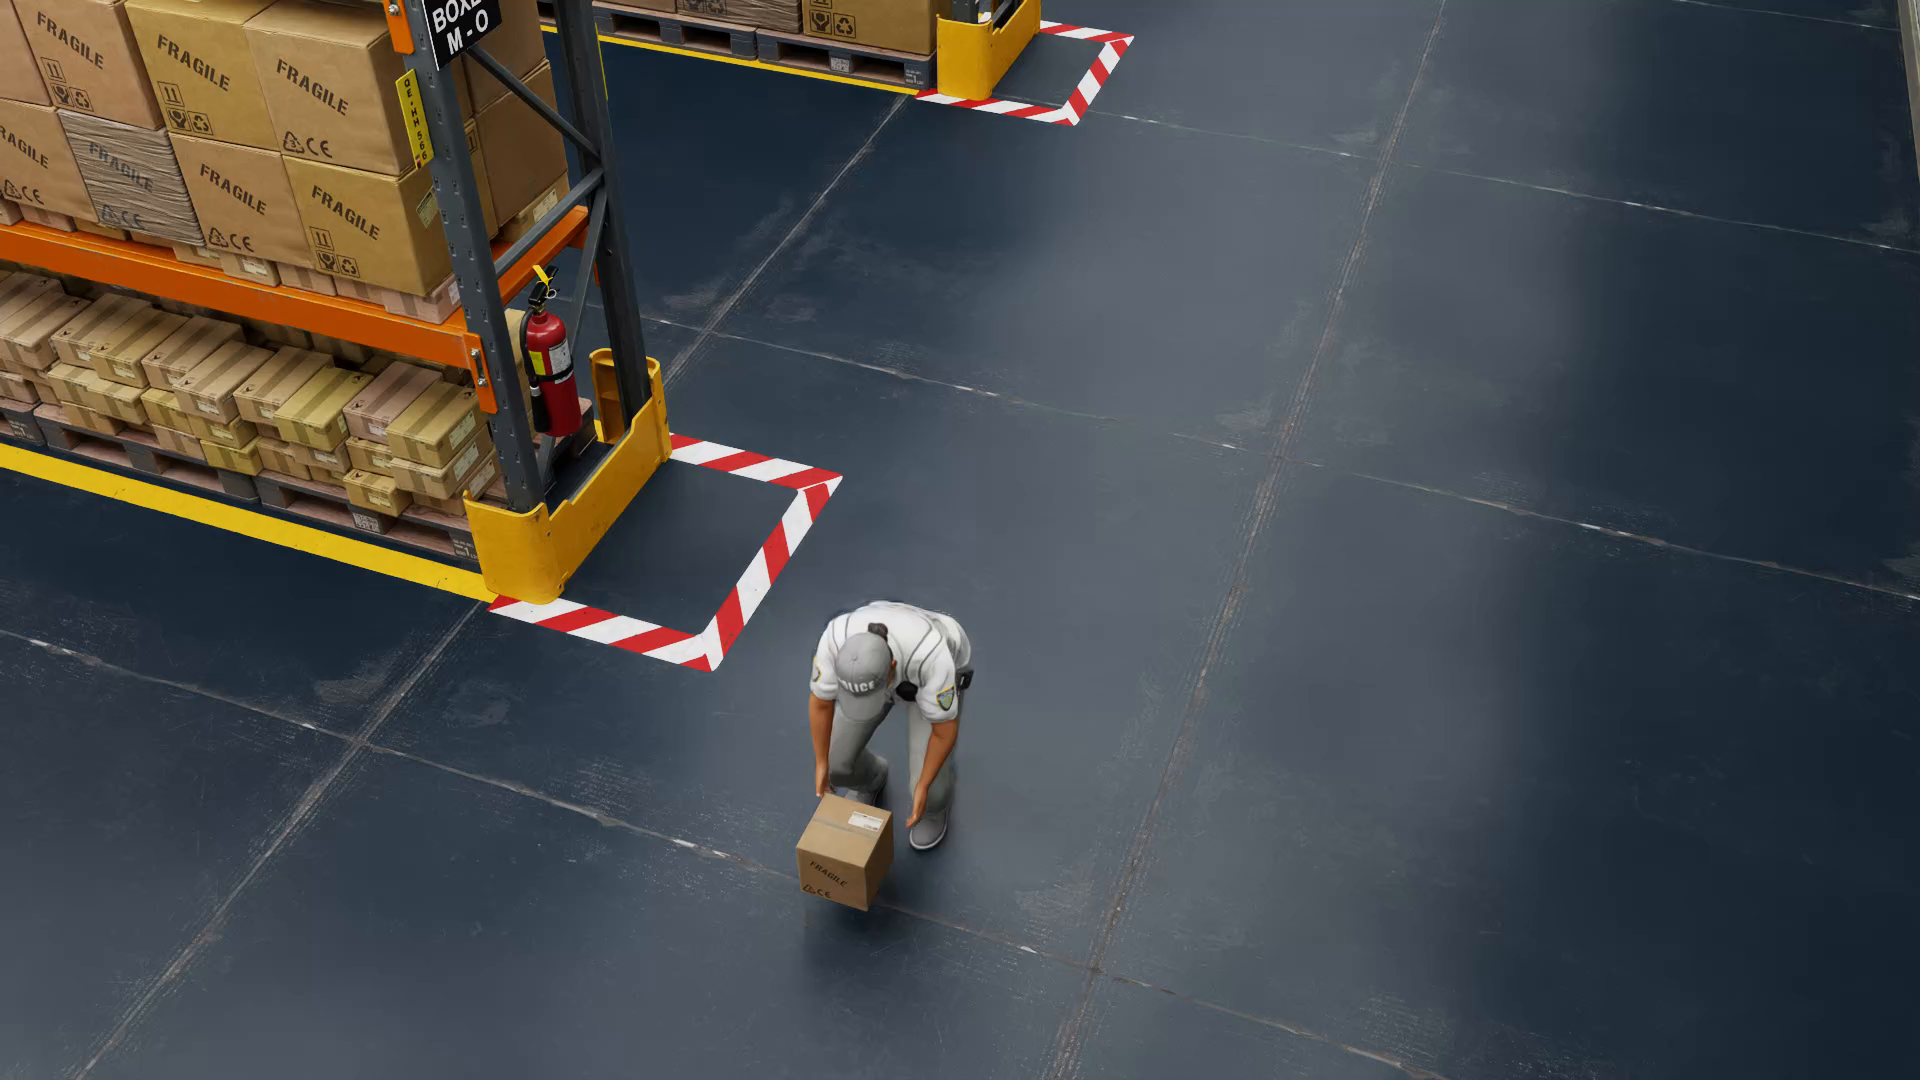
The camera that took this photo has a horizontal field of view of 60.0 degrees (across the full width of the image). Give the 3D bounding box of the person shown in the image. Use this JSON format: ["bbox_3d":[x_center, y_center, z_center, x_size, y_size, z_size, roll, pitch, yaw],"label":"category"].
[{"bbox_3d":[-0.218,0.610,5.799,0.532,1.239,0.794,14,44,15],"label":"person"}]
